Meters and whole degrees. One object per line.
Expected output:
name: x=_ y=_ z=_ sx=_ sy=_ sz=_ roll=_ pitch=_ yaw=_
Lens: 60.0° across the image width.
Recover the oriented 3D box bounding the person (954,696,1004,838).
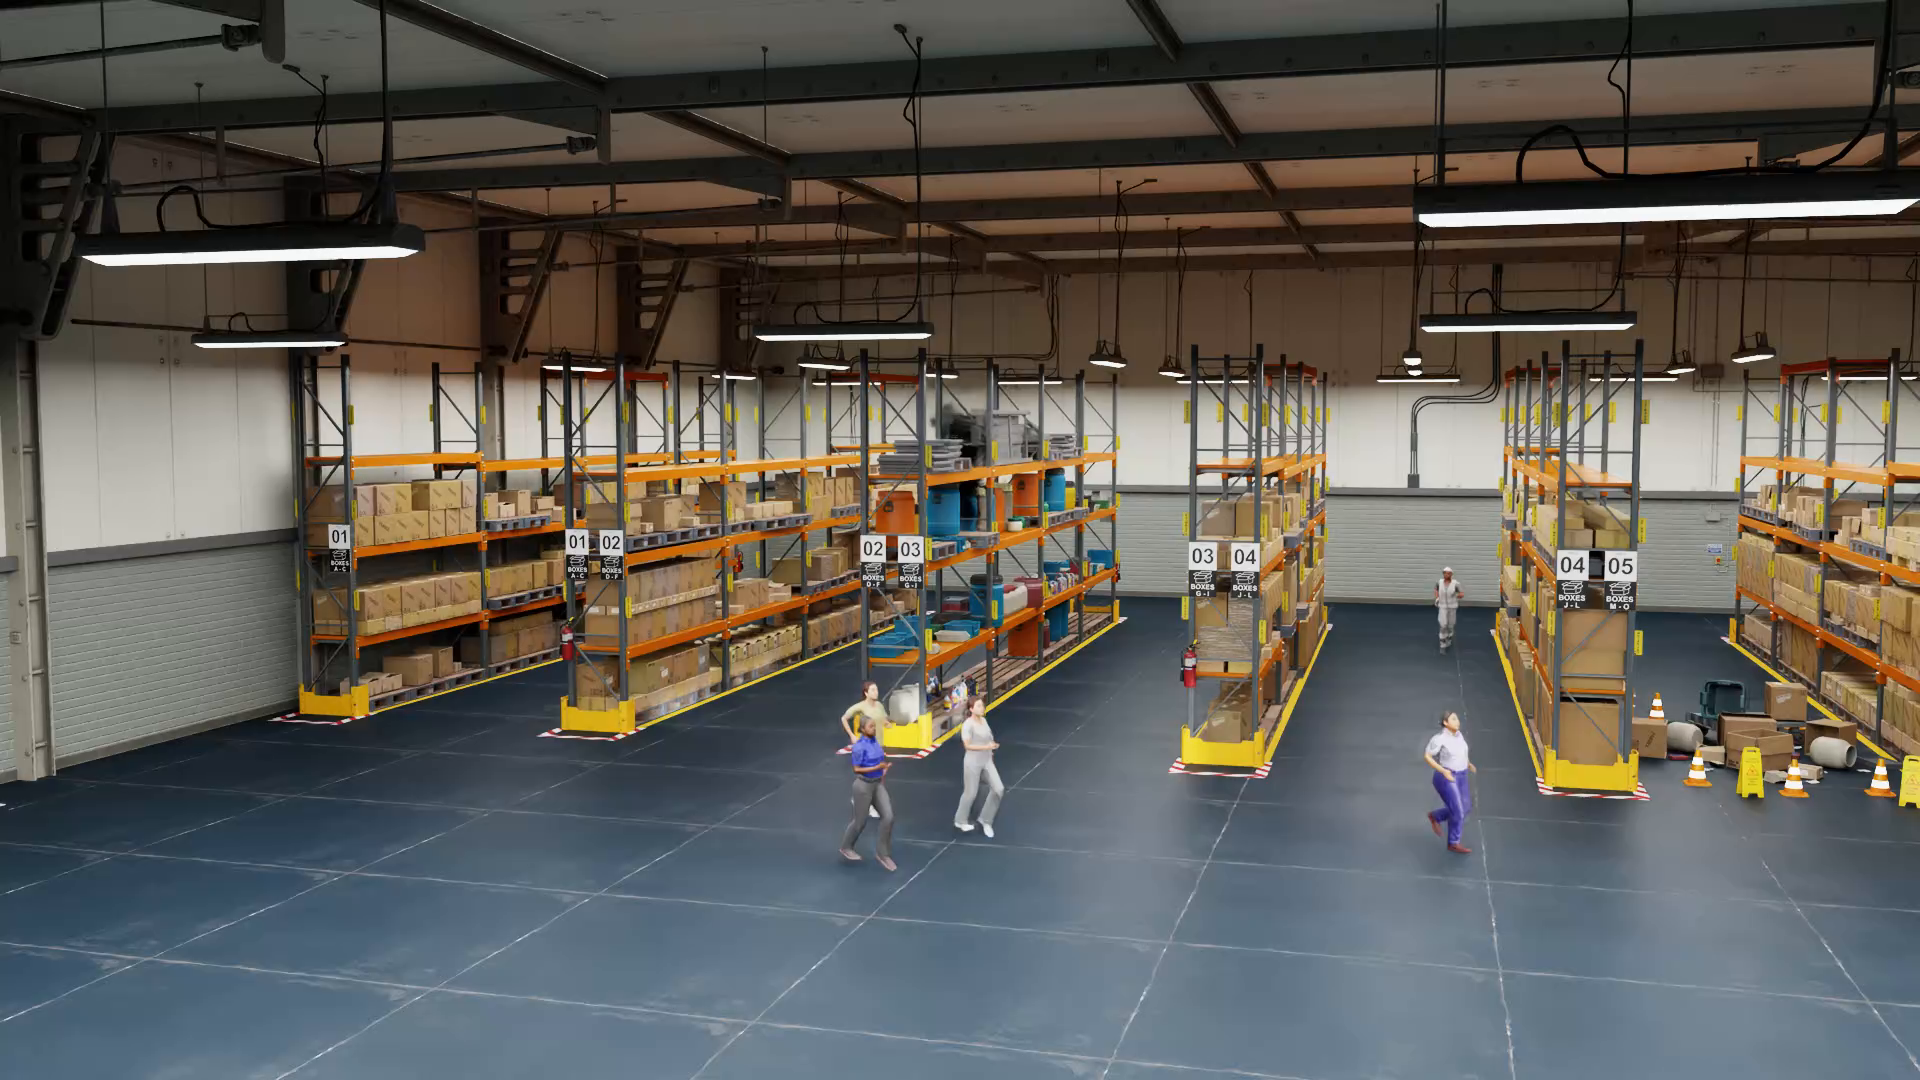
person: x=0.222 y=2.690 z=19.746 sx=0.532 sy=1.693 sz=0.707 roll=-4 pitch=6 yaw=-43

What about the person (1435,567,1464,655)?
person: x=10.327 y=1.485 z=35.116 sx=0.619 sy=1.850 sz=0.801 roll=2 pitch=5 yaw=20

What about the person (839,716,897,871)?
person: x=-1.005 y=2.795 z=18.397 sx=0.703 sy=1.713 sz=0.560 roll=3 pitch=5 yaw=37

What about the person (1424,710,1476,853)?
person: x=5.635 y=2.763 z=19.215 sx=0.613 sy=1.599 sz=0.687 roll=-3 pitch=5 yaw=-35

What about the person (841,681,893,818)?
person: x=-1.119 y=2.607 z=20.837 sx=0.698 sy=1.696 sz=0.548 roll=3 pitch=5 yaw=37
